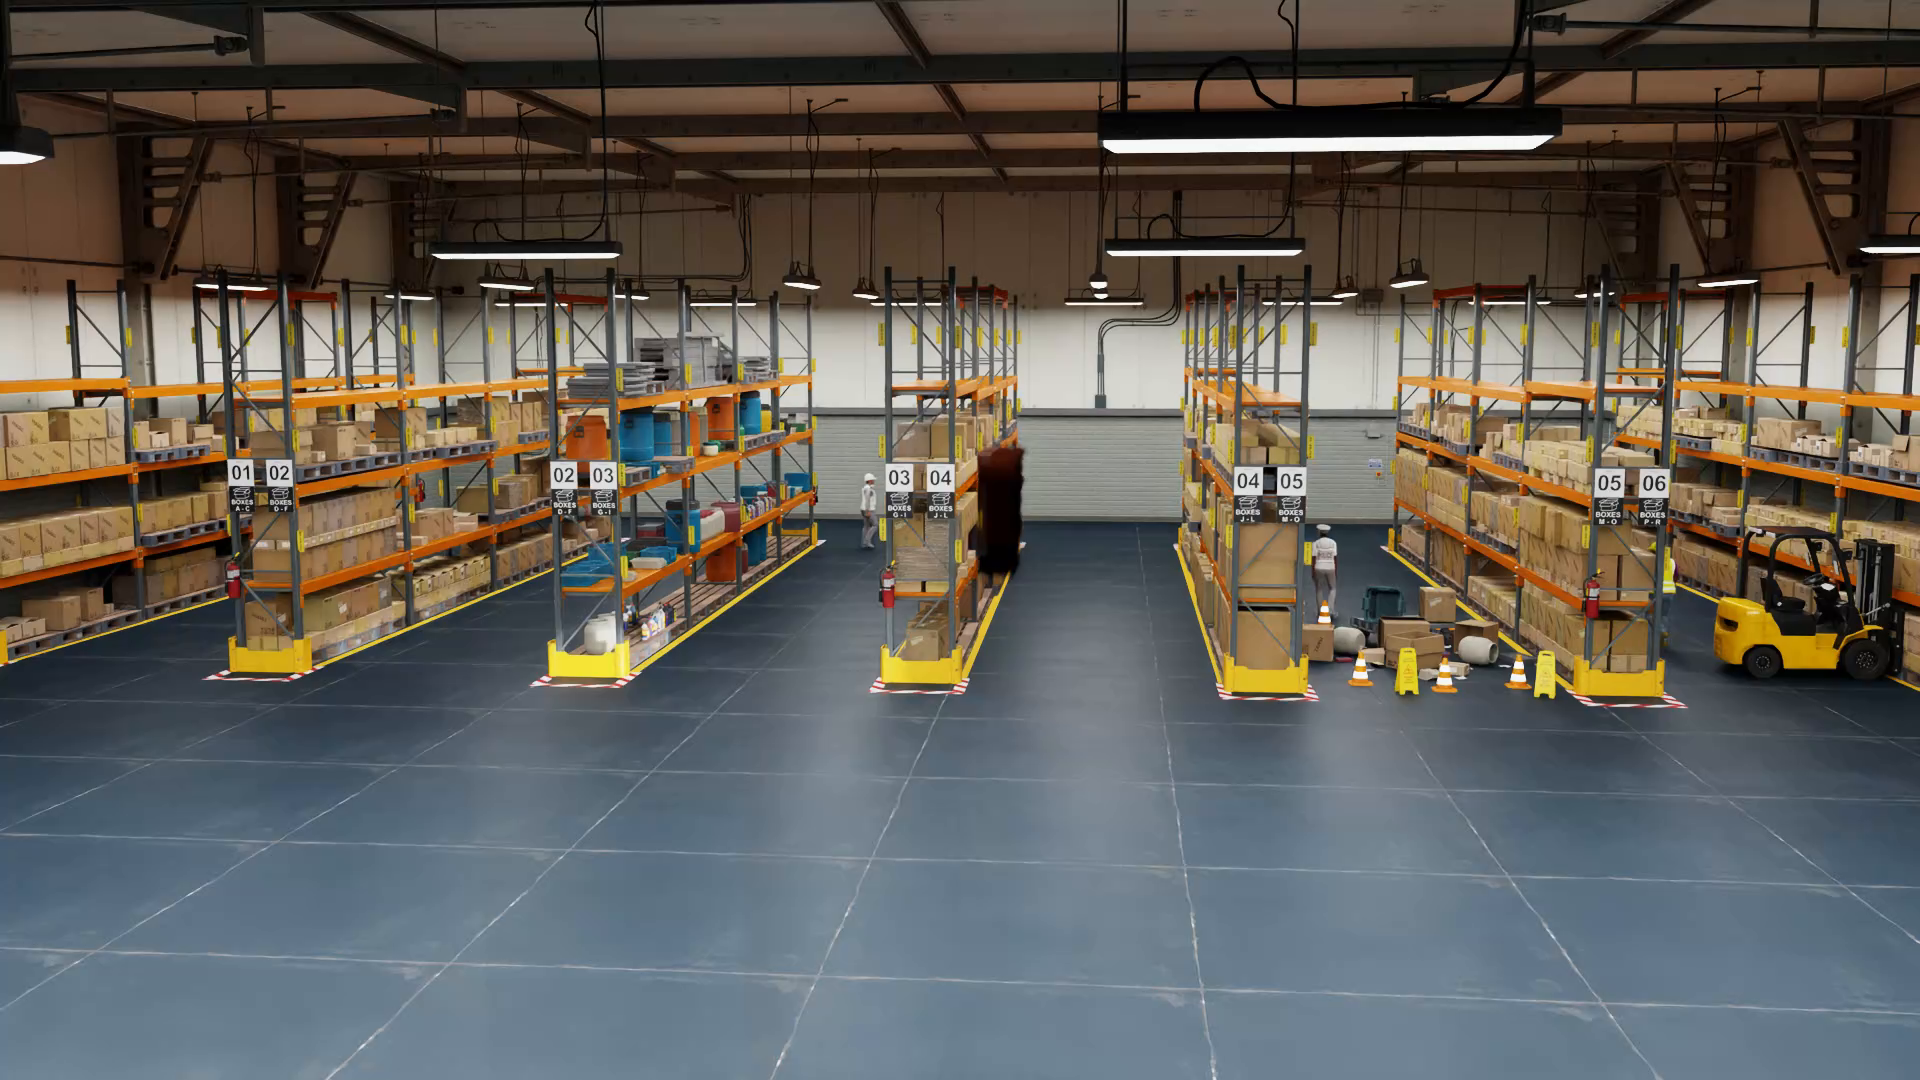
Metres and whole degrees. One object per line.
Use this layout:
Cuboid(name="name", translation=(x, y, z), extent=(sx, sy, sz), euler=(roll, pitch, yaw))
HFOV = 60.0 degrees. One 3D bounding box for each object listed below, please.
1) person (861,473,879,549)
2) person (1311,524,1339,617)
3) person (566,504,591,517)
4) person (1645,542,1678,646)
Cuboid(name="person", translation=(-2.167, -0.703, 39.773), extent=(0.418, 1.784, 0.568), euler=(-2, 7, -13))
Cuboid(name="person", translation=(6.547, 0.570, 29.809), extent=(0.500, 1.661, 0.521), euler=(0, 7, 4))
Cuboid(name="person", translation=(-10.358, -1.347, 45.591), extent=(1.051, 1.621, 0.433), euler=(2, 7, 15))
Cuboid(name="person", translation=(11.466, 0.885, 27.157), extent=(0.636, 1.671, 0.776), euler=(-1, 7, -4))
